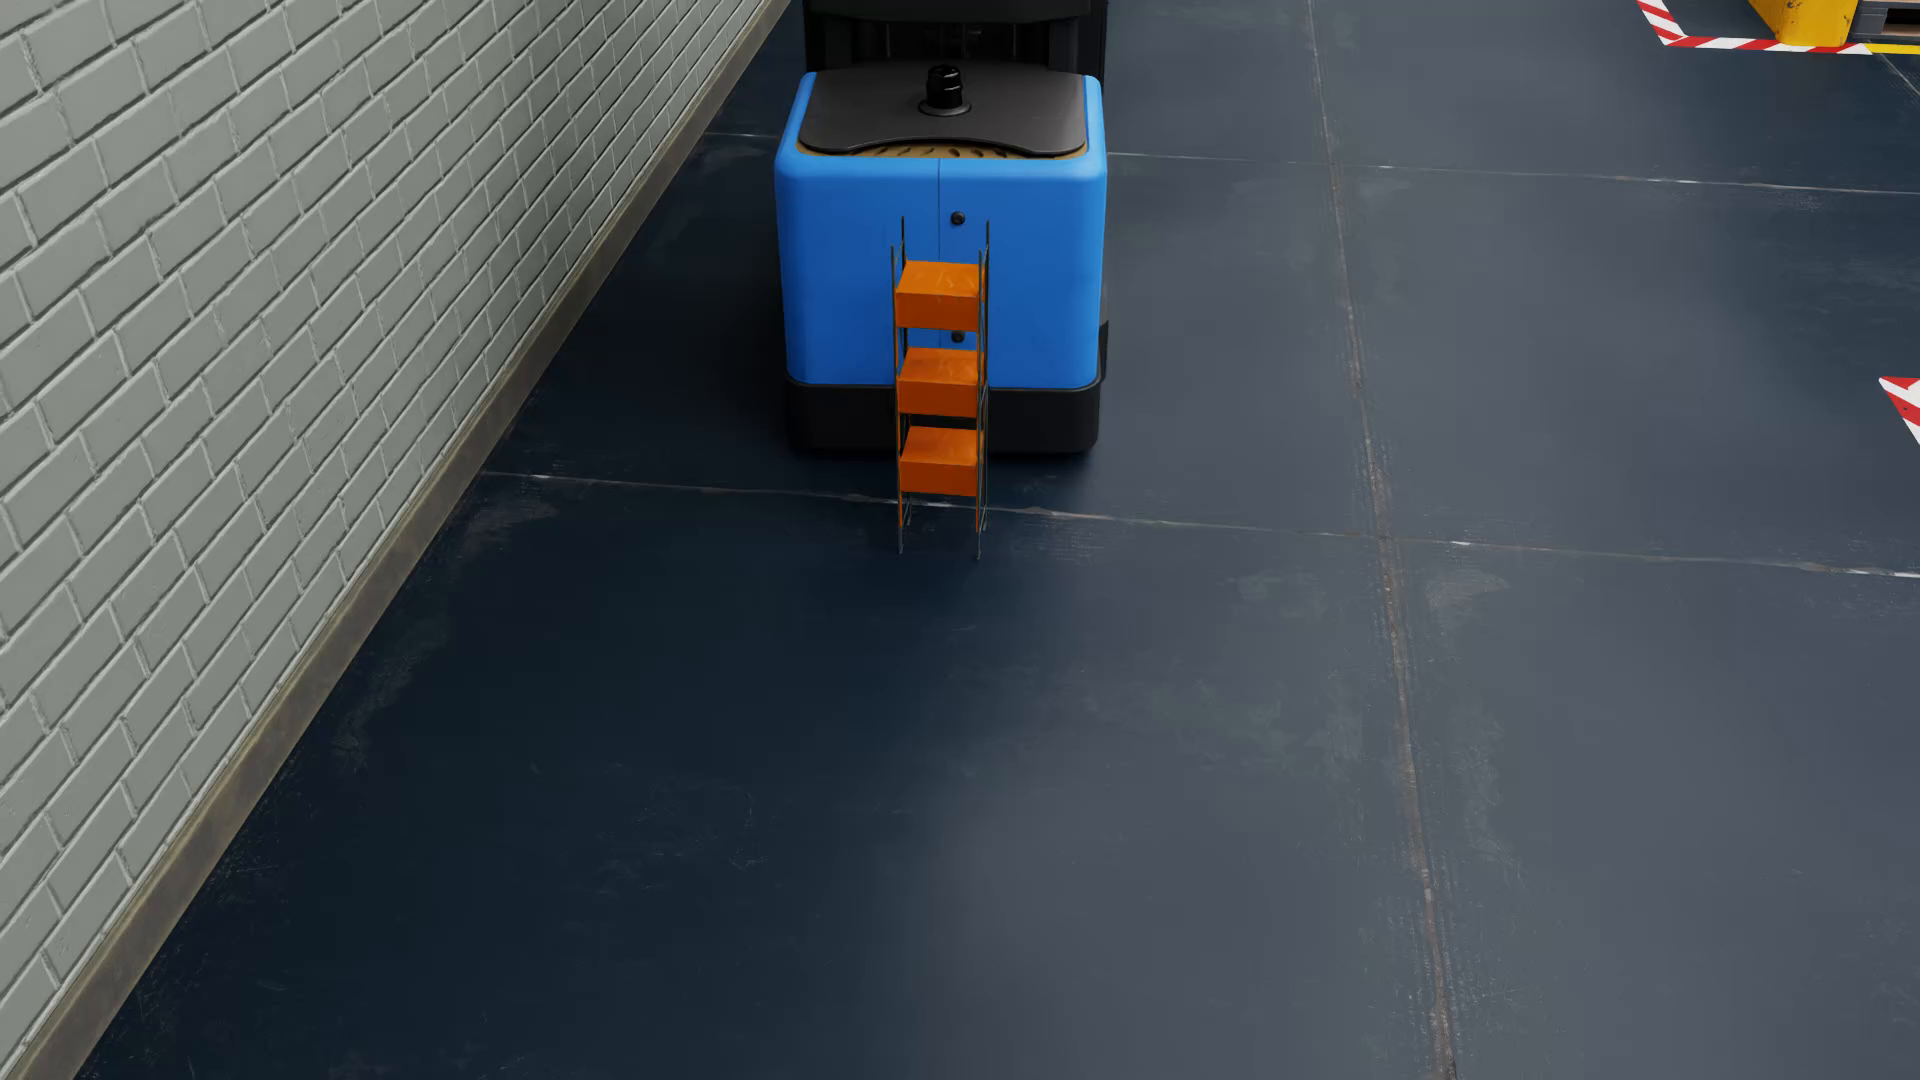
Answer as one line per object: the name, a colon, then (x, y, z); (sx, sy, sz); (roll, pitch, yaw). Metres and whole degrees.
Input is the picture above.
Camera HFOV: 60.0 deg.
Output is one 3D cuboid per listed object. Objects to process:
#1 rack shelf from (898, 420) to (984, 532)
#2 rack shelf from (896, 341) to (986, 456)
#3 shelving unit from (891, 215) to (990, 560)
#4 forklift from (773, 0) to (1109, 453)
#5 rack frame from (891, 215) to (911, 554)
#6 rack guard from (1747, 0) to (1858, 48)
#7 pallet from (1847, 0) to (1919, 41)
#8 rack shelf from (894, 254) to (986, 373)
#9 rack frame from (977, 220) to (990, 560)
rack shelf: (-0.053, -0.196, 5.118); (0.240, 0.259, 0.215); (4, 36, 6)
rack shelf: (-0.053, -0.423, 4.957); (0.240, 0.259, 0.215); (4, 36, 6)
shelving unit: (-0.053, -0.431, 4.951); (0.252, 1.050, 0.215); (4, 36, 6)
forklift: (-0.007, -2.310, 5.964); (1.130, 2.935, 3.031); (1, 36, 2)
rack frame: (-0.174, -0.440, 4.963); (0.008, 1.050, 0.200); (4, 36, 6)
rack guard: (4.691, -3.206, 9.312); (0.348, 0.500, 1.175); (4, 36, 6)
pallet: (5.518, -3.072, 9.373); (1.213, 0.211, 1.003); (4, 36, 6)
rack shelf: (-0.053, -0.654, 4.792); (0.240, 0.259, 0.215); (4, 36, 6)
rack frame: (0.068, -0.422, 4.938); (0.008, 1.050, 0.200); (4, 36, 6)
